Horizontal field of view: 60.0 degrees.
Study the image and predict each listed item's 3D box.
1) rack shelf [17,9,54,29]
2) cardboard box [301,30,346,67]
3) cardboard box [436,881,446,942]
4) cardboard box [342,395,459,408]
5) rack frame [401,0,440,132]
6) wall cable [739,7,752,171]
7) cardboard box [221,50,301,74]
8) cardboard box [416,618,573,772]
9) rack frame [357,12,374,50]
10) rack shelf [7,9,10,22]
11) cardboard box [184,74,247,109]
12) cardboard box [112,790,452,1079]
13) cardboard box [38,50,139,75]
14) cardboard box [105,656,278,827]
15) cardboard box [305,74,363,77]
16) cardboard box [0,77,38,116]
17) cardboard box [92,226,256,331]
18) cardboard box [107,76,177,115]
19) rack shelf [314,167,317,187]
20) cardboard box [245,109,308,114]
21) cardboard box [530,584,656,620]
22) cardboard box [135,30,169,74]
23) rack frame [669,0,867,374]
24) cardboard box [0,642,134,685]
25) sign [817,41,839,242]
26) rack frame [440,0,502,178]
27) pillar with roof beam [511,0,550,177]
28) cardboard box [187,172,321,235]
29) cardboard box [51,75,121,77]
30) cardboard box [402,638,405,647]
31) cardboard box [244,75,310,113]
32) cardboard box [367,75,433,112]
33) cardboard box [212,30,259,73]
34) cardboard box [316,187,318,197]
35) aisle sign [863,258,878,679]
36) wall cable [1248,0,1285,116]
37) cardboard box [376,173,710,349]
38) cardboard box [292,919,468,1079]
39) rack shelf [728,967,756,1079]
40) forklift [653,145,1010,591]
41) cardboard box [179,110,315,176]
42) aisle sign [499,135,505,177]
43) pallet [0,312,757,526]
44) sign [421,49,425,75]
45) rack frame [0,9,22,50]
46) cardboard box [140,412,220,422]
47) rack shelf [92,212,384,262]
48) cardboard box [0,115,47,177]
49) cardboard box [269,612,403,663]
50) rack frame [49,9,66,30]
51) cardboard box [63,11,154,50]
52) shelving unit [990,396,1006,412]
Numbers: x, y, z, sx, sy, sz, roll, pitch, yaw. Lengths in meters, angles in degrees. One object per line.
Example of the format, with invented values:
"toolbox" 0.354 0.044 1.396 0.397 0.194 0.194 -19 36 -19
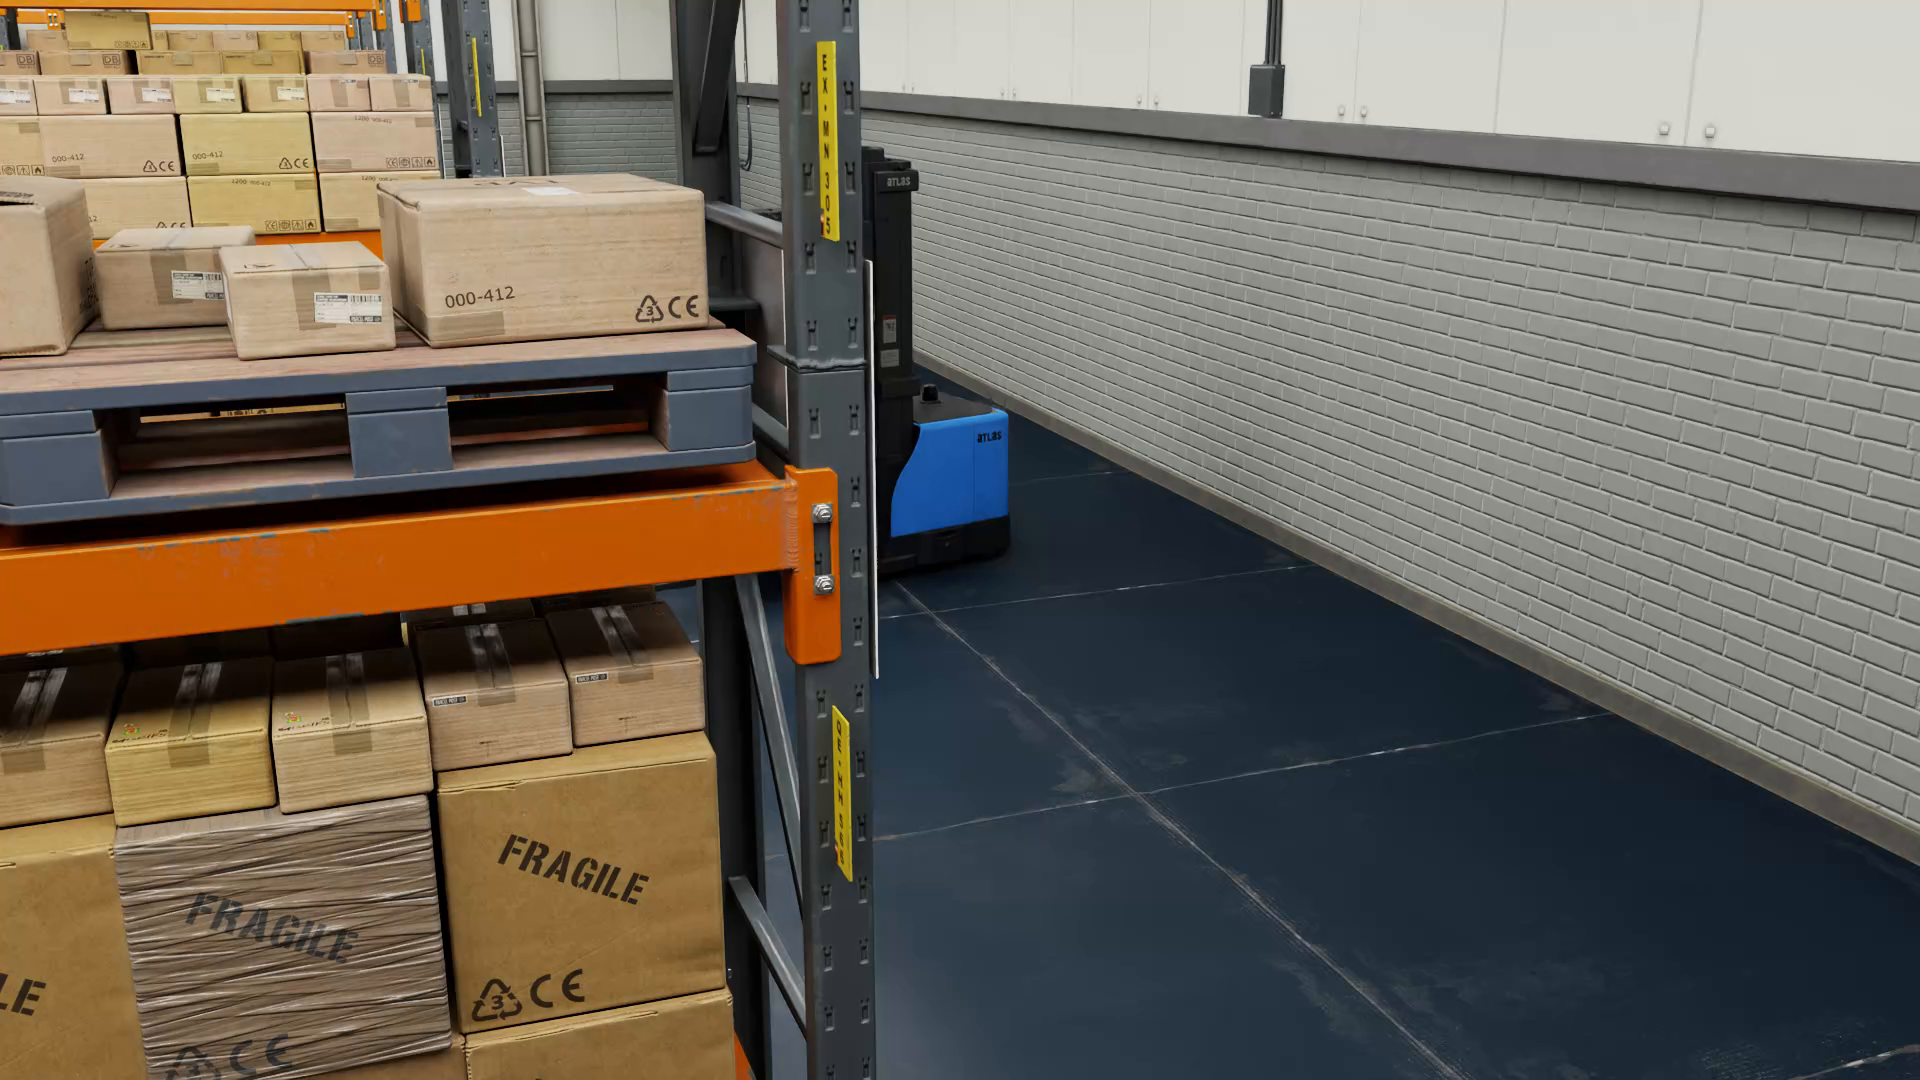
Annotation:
"rack shelf" -14.872 -7.247 23.291 4.000 0.370 1.077 -6 17 -20
"cardboard box" -7.967 -6.118 20.833 0.500 0.500 0.700 -6 17 -20
"cardboard box" -1.419 0.990 3.726 0.500 0.500 0.500 -6 18 -21
"cardboard box" -2.610 -0.844 7.669 0.500 0.500 0.500 -7 18 -21
"rack frame" -3.952 -4.479 11.880 0.127 3.000 1.000 -6 17 -20
"wall cable" -3.860 -7.375 27.253 0.112 2.526 3.097 -6 17 -20
"cardboard box" -4.987 -3.246 11.903 0.500 0.500 0.700 -7 18 -22
"cardboard box" -0.898 0.289 3.188 0.250 0.149 0.380 -6 17 -19
"rack frame" -7.493 -7.086 20.756 0.127 3.000 1.000 -6 17 -20
"rack shelf" -13.096 -5.944 18.854 4.000 0.370 1.077 -6 17 -20
"cardboard box" -3.407 -2.058 7.629 0.250 0.149 0.380 -6 17 -19
"cardboard box" -1.248 0.651 3.106 0.500 0.500 0.500 -6 17 -20
"cardboard box" -5.935 -3.097 11.397 0.500 0.500 0.700 -5 17 -18
"cardboard box" -1.359 0.351 2.975 0.250 0.149 0.380 -6 17 -19
"cardboard box" -2.900 -2.090 7.739 0.250 0.149 0.380 -5 17 -18
"cardboard box" -3.921 -1.824 6.832 0.250 0.149 0.380 -7 18 -22
"cardboard box" -1.504 -0.512 3.218 0.250 0.149 0.380 -5 17 -18
"cardboard box" -3.447 -1.883 7.034 0.250 0.149 0.380 -7 18 -21
"rack shelf" -5.819 -2.493 11.717 4.000 0.370 1.077 -6 17 -20
"cardboard box" -3.261 -1.864 7.676 0.500 0.250 0.500 -6 18 -21
"cardboard box" -0.836 0.131 3.726 0.250 0.149 0.380 -6 17 -19
"cardboard box" -9.805 -5.895 20.074 0.500 0.500 0.700 -6 17 -20
"rack frame" -0.406 -1.872 3.001 0.127 3.000 1.000 -6 17 -20
"cardboard box" -1.805 0.244 3.341 0.250 0.149 0.380 -6 17 -20
"sign" -0.225 -0.675 2.819 0.005 0.325 0.100 -6 17 -20
"rack frame" -2.271 -3.164 7.401 0.127 3.000 1.000 -6 17 -20
"pillar with roof beam" -5.517 -7.756 23.038 0.400 9.000 9.100 -6 17 -20
"cardboard box" -3.075 -1.484 7.270 0.500 0.250 0.500 -6 17 -20
"cardboard box" -3.890 -2.002 7.440 0.250 0.149 0.380 -6 17 -18
"cardboard box" -1.436 0.507 3.598 0.500 0.500 0.500 -7 18 -22
"cardboard box" -2.981 -1.948 7.255 0.250 0.149 0.380 -7 18 -22
"cardboard box" -2.477 -1.973 7.341 0.250 0.149 0.380 -6 18 -21
"cardboard box" -8.893 -6.011 20.470 0.500 0.500 0.700 -6 17 -20
"cardboard box" -8.282 -4.567 20.873 0.500 0.500 0.500 -6 17 -19
"aisle sign" -0.228 -0.166 3.227 0.004 0.787 0.394 -6 17 -20
"wall cable" 2.562 -5.686 10.279 0.120 5.999 2.277 -6 17 -20
"cardboard box" -0.794 -0.541 3.136 0.500 0.250 0.500 -8 18 -25
"cardboard box" -1.236 1.124 3.270 0.500 0.500 0.500 -7 18 -21
"rack shelf" -2.273 1.554 3.261 4.000 0.370 1.077 -6 17 -20
"forklift" -1.136 -1.173 11.391 3.031 2.935 1.130 -11 20 -33
"cardboard box" -3.087 -1.727 7.211 0.500 0.250 0.500 -7 18 -22
"aisle sign" -2.096 -1.461 7.636 0.004 0.787 0.394 -6 17 -20
"pallet" -1.095 -0.312 3.172 1.213 0.211 1.003 -6 17 -20
"sign" -3.771 -3.282 11.698 0.005 0.325 0.100 -6 17 -20
"rack frame" -11.228 -6.682 19.383 0.127 3.000 1.000 -6 17 -20
"cardboard box" -3.565 -0.738 7.309 0.500 0.500 0.500 -5 17 -17
"rack shelf" -4.139 -1.178 7.238 4.000 0.370 1.077 -6 17 -20
"cardboard box" -4.042 -1.628 6.875 0.500 0.250 0.500 -7 18 -22
"cardboard box" -1.339 0.172 3.585 0.250 0.149 0.380 -6 17 -18
"rack frame" -13.004 -7.985 23.820 0.127 3.000 1.000 -6 17 -20
"cardboard box" -5.842 -3.496 11.425 0.500 0.250 0.500 -7 18 -22
"shelving unit" 0.186 -0.547 12.596 0.252 1.050 0.215 -11 20 -33
